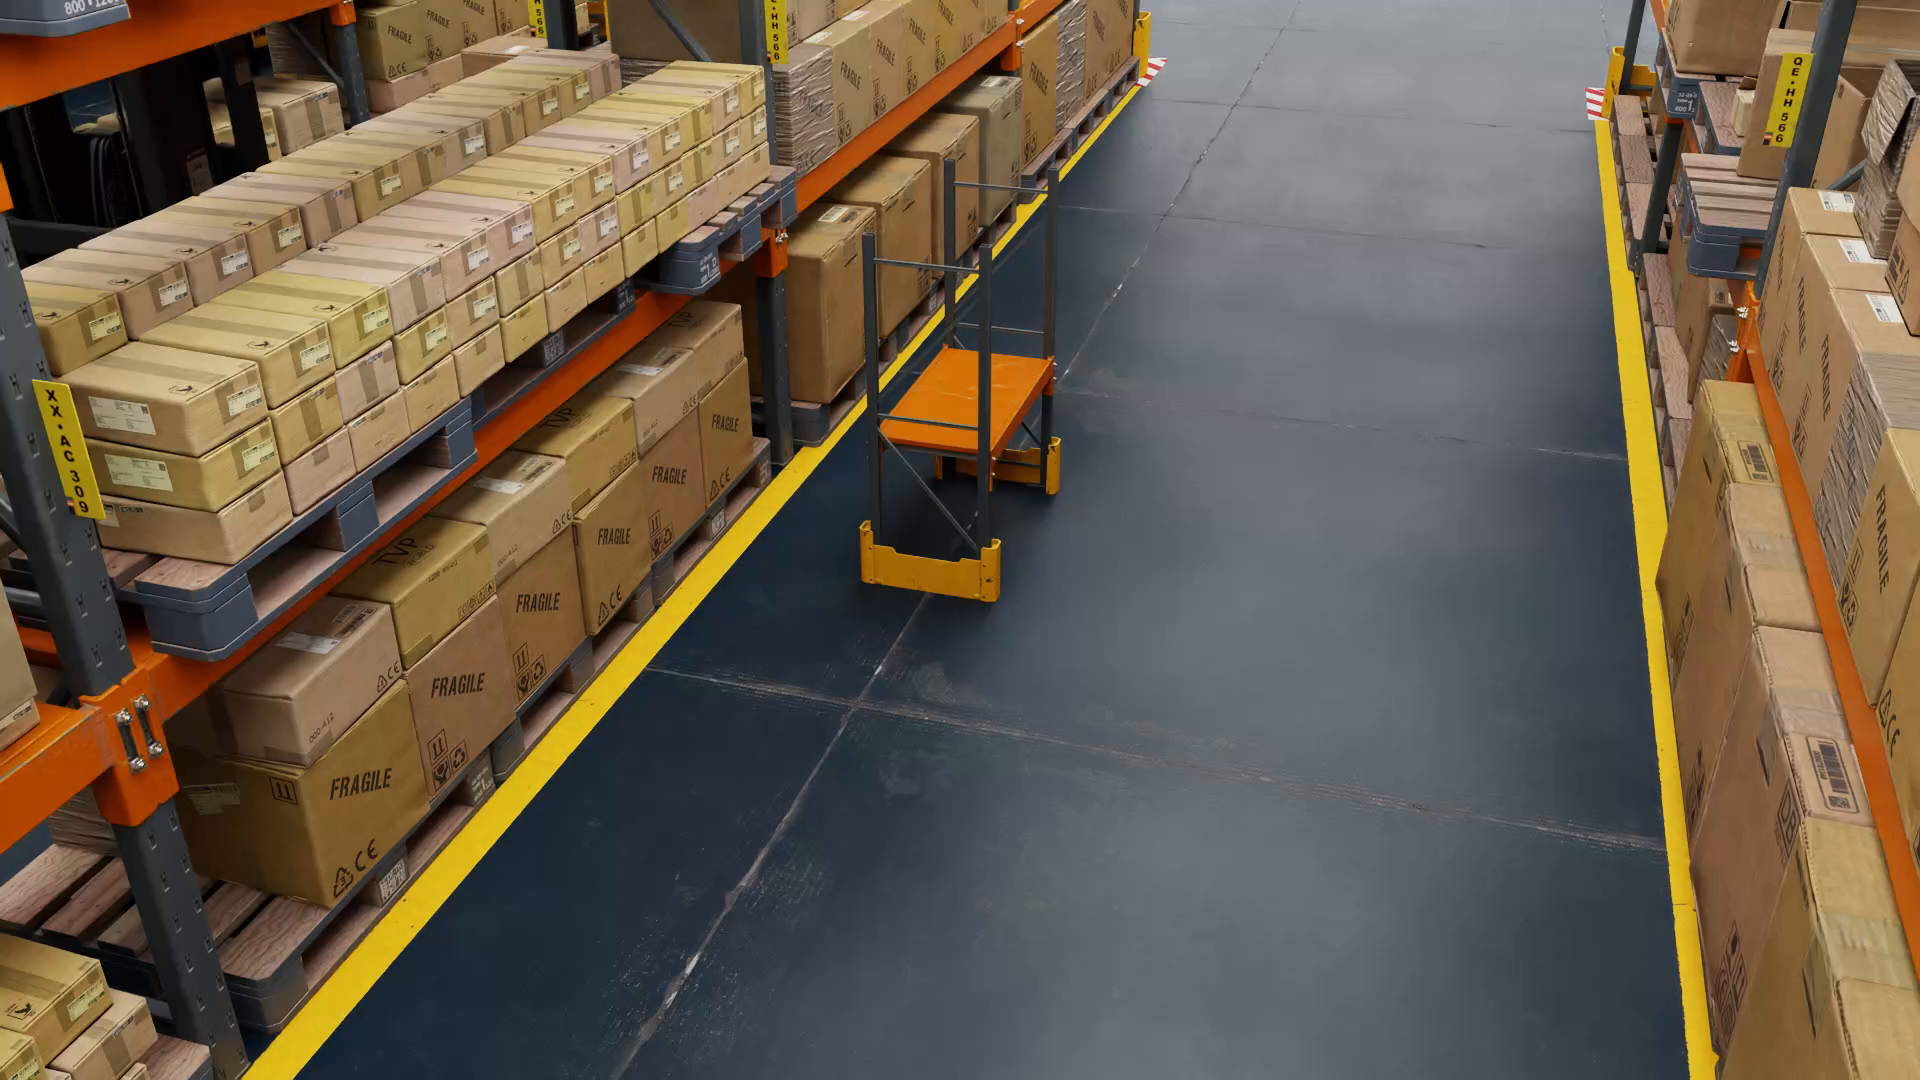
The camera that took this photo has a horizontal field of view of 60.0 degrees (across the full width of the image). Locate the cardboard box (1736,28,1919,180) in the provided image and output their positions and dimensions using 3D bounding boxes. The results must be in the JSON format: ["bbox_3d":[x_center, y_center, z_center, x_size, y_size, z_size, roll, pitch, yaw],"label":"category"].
[{"bbox_3d":[3.611,-1.752,6.778,0.700,0.500,0.500,13,32,22],"label":"cardboard box"}]

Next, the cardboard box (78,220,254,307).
[{"bbox_3d":[-2.300,-0.805,4.825,0.380,0.149,0.250,8,30,15],"label":"cardboard box"}]

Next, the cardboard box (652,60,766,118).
[{"bbox_3d":[-0.995,-1.789,6.595,0.380,0.149,0.250,7,30,13],"label":"cardboard box"}]

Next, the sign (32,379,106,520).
[{"bbox_3d":[-1.943,-0.194,3.623,0.100,0.325,0.005,8,30,15],"label":"sign"}]

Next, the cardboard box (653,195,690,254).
[{"bbox_3d":[-1.221,-1.178,6.108,0.380,0.149,0.250,8,30,14],"label":"cardboard box"}]

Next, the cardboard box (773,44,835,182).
[{"bbox_3d":[-0.900,-1.962,7.589,0.500,0.500,0.500,9,30,15],"label":"cardboard box"}]

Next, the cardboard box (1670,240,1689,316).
[{"bbox_3d":[4.238,-1.452,8.892,0.700,0.500,0.500,8,30,15],"label":"cardboard box"}]

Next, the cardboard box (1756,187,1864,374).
[{"bbox_3d":[3.020,-0.851,5.591,0.500,0.500,0.500,9,30,16],"label":"cardboard box"}]

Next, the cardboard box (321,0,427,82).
[{"bbox_3d":[-4.446,-3.812,12.642,0.500,0.500,0.500,10,31,17],"label":"cardboard box"}]

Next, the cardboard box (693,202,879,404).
[{"bbox_3d":[-1.025,-1.219,8.238,1.050,0.750,0.750,8,30,14],"label":"cardboard box"}]

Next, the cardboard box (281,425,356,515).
[{"bbox_3d":[-1.833,-0.211,4.370,0.380,0.149,0.250,9,30,16],"label":"cardboard box"}]

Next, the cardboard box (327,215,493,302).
[{"bbox_3d":[-1.604,-0.825,4.862,0.380,0.149,0.250,8,30,14],"label":"cardboard box"}]

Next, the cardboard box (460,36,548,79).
[{"bbox_3d":[-3.167,-3.265,11.827,0.500,0.500,0.500,8,30,15],"label":"cardboard box"}]

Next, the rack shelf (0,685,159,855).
[{"bbox_3d":[-3.051,1.354,2.470,1.077,0.370,4.000,8,30,15],"label":"rack shelf"}]

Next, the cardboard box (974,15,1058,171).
[{"bbox_3d":[0.136,-3.145,11.571,0.875,0.875,0.875,9,30,16],"label":"cardboard box"}]

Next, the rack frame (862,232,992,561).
[{"bbox_3d":[-0.124,-0.459,6.532,0.500,1.500,0.032,8,30,15],"label":"rack frame"}]

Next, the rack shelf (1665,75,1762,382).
[{"bbox_3d":[4.009,-1.609,7.797,1.077,0.370,4.000,8,30,15],"label":"rack shelf"}]

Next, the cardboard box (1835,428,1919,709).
[{"bbox_3d":[2.423,0.092,3.896,0.500,0.500,0.500,8,30,14],"label":"cardboard box"}]

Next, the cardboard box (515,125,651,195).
[{"bbox_3d":[-1.299,-1.315,5.743,0.380,0.149,0.250,9,30,15],"label":"cardboard box"}]

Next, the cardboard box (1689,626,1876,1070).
[{"bbox_3d":[2.678,0.894,4.311,1.225,0.875,0.875,7,30,13],"label":"cardboard box"}]

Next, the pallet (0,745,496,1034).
[{"bbox_3d":[-2.237,0.967,5.295,1.003,0.211,1.213,8,30,15],"label":"pallet"}]

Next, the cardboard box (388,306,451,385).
[{"bbox_3d":[-1.683,-0.573,4.714,0.380,0.149,0.250,7,30,13],"label":"cardboard box"}]

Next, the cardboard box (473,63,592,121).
[{"bbox_3d":[-1.687,-1.770,6.561,0.380,0.149,0.250,8,30,14],"label":"cardboard box"}]

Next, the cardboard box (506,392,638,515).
[{"bbox_3d":[-1.542,-0.342,6.147,0.500,0.250,0.500,9,30,16],"label":"cardboard box"}]

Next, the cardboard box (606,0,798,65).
[{"bbox_3d":[-1.148,-2.437,7.413,0.700,0.500,0.500,8,30,15],"label":"cardboard box"}]

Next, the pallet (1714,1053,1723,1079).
[{"bbox_3d":[2.403,1.714,3.951,1.003,0.211,1.213,8,30,15],"label":"pallet"}]

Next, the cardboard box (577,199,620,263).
[{"bbox_3d":[-1.376,-1.058,5.587,0.380,0.149,0.250,9,30,16],"label":"cardboard box"}]

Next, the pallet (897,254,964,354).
[{"bbox_3d":[-0.626,-1.451,9.641,1.003,0.211,1.213,8,30,15],"label":"pallet"}]

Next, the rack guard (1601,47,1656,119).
[{"bbox_3d":[5.748,-3.584,13.178,1.175,0.500,0.348,8,30,15],"label":"rack guard"}]

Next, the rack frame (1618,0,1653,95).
[{"bbox_3d":[5.770,-4.712,12.634,1.000,3.000,0.127,8,30,15],"label":"rack frame"}]

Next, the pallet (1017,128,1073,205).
[{"bbox_3d":[0.183,-2.731,11.943,1.003,0.211,1.213,8,30,15],"label":"pallet"}]

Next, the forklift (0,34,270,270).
[{"bbox_3d":[-3.348,-1.682,7.259,1.130,2.935,3.031,7,30,13],"label":"forklift"}]

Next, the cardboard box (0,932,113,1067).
[{"bbox_3d":[-2.319,1.115,4.049,0.380,0.149,0.250,9,30,16],"label":"cardboard box"}]

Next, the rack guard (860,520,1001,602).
[{"bbox_3d":[-0.124,0.087,6.837,0.587,0.250,0.087,8,30,15],"label":"rack guard"}]

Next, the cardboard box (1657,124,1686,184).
[{"bbox_3d":[5.020,-2.691,11.141,0.500,0.500,0.500,6,30,10],"label":"cardboard box"}]

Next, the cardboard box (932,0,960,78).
[{"bbox_3d":[-0.310,-2.901,9.276,0.500,0.500,0.500,9,30,15],"label":"cardboard box"}]

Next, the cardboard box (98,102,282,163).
[{"bbox_3d":[-5.236,-2.723,11.331,0.950,0.372,0.625,10,31,18],"label":"cardboard box"}]

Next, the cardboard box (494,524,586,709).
[{"bbox_3d":[-1.699,0.222,5.905,0.500,0.500,0.500,9,30,16],"label":"cardboard box"}]

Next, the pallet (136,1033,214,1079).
[{"bbox_3d":[-2.627,1.646,4.074,1.003,0.211,1.213,8,30,15],"label":"pallet"}]

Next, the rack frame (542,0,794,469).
[{"bbox_3d":[-1.290,-1.749,7.308,1.000,3.000,0.127,8,30,15],"label":"rack frame"}]

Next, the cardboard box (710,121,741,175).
[{"bbox_3d":[-1.076,-1.534,6.442,0.380,0.149,0.250,10,31,17],"label":"cardboard box"}]

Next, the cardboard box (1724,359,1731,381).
[{"bbox_3d":[3.600,-0.408,7.017,0.700,0.500,0.500,7,30,12],"label":"cardboard box"}]

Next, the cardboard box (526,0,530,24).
[{"bbox_3d":[-3.839,-4.783,14.387,0.500,0.500,0.500,10,31,17],"label":"cardboard box"}]

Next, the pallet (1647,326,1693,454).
[{"bbox_3d":[4.013,-0.703,8.297,1.003,0.211,1.213,8,30,15],"label":"pallet"}]

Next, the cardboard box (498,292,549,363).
[{"bbox_3d":[-1.530,-0.689,5.229,0.380,0.149,0.250,8,30,14],"label":"cardboard box"}]

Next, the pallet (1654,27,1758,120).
[{"bbox_3d":[4.233,-2.435,8.738,1.003,0.211,1.213,8,30,15],"label":"pallet"}]

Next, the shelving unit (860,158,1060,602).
[{"bbox_3d":[0.022,-0.691,6.949,0.587,1.500,1.083,8,30,15],"label":"shelving unit"}]

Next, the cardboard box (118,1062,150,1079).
[{"bbox_3d":[-2.253,1.403,4.142,0.380,0.149,0.250,9,30,16],"label":"cardboard box"}]

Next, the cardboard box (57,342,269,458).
[{"bbox_3d":[-1.908,-0.341,3.992,0.380,0.149,0.250,10,31,17],"label":"cardboard box"}]

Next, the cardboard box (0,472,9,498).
[{"bbox_3d":[-2.536,-0.176,4.308,0.380,0.149,0.250,8,30,14],"label":"cardboard box"}]

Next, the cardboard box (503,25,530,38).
[{"bbox_3d":[-3.991,-4.210,14.129,0.500,0.250,0.500,7,30,13],"label":"cardboard box"}]

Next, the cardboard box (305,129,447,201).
[{"bbox_3d":[-1.995,-1.284,5.687,0.380,0.149,0.250,9,30,16],"label":"cardboard box"}]

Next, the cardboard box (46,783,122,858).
[{"bbox_3d":[-2.487,0.639,5.155,0.500,0.500,0.500,8,30,14],"label":"cardboard box"}]
